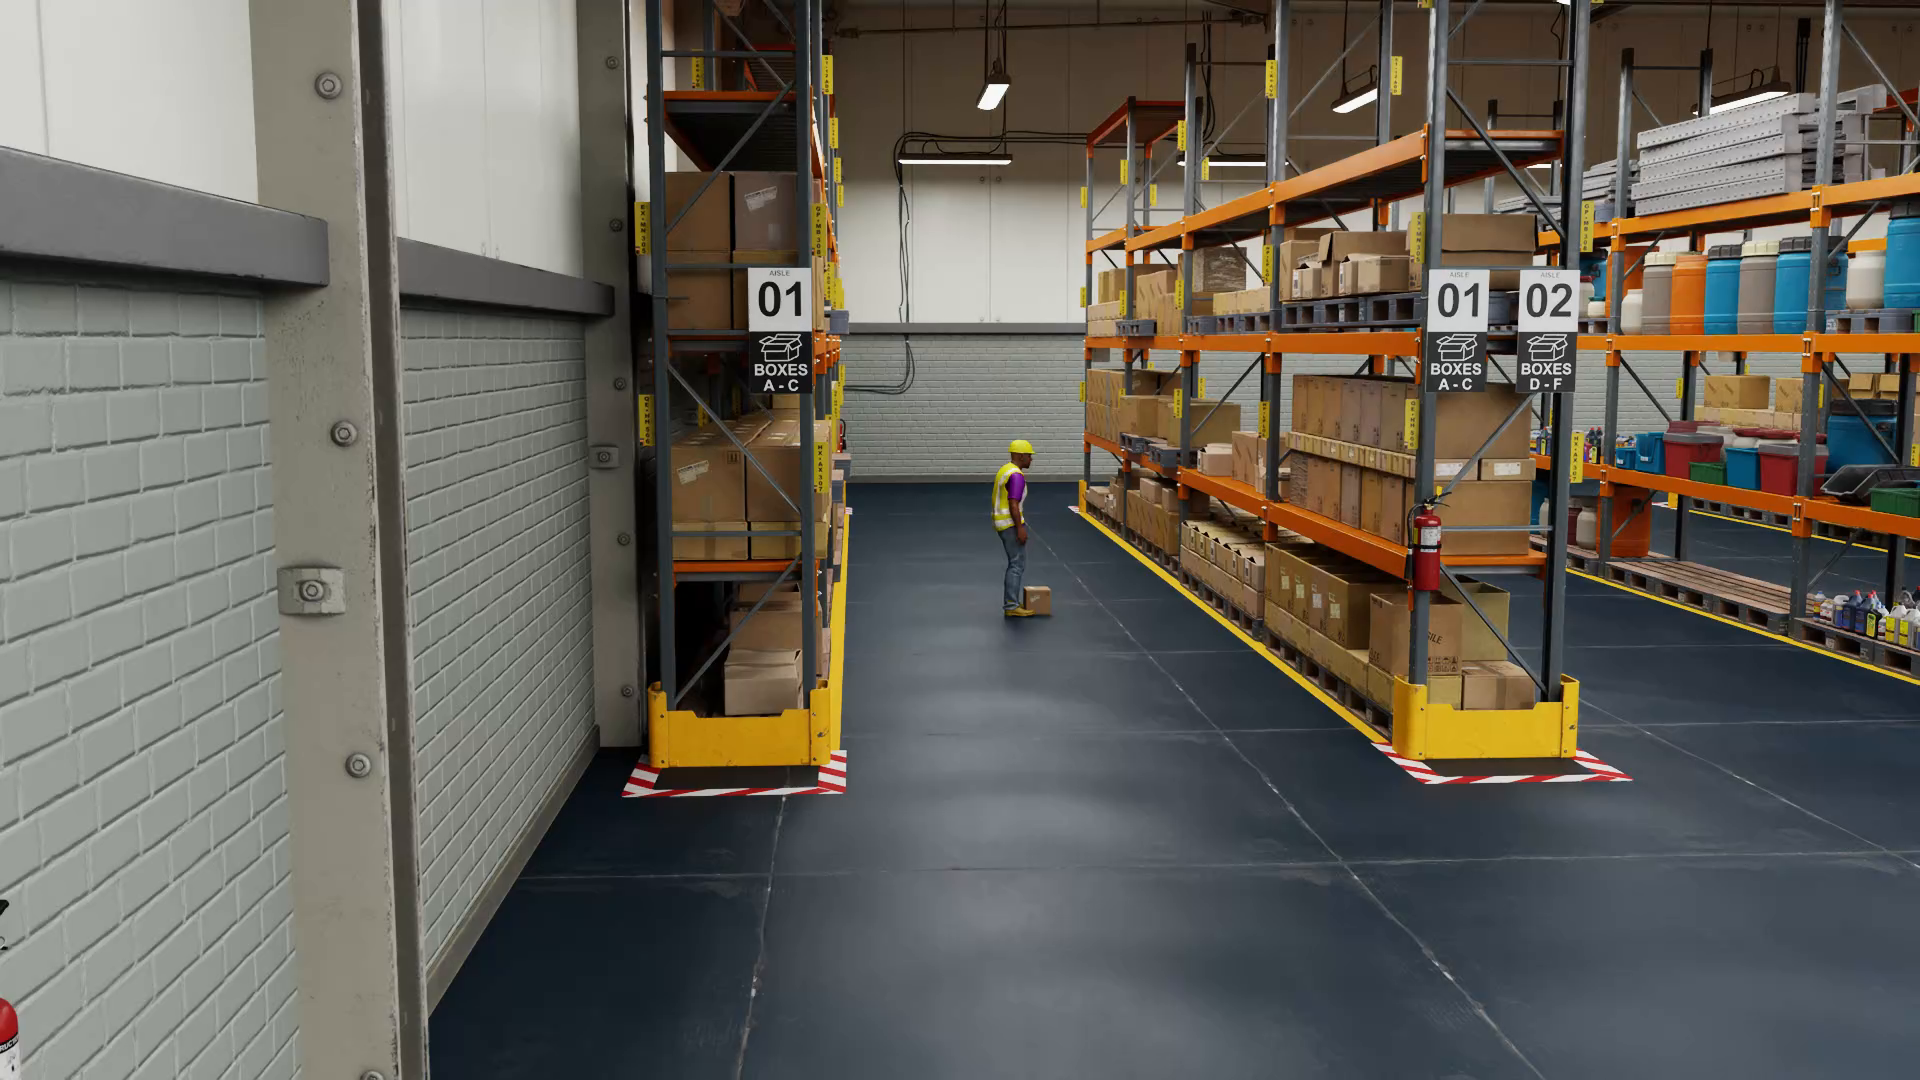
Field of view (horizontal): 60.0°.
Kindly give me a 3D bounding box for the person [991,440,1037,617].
[{"bbox_3d":[0.552,-0.132,16.774,0.458,1.760,0.634,-1,7,-7],"label":"person"}]
